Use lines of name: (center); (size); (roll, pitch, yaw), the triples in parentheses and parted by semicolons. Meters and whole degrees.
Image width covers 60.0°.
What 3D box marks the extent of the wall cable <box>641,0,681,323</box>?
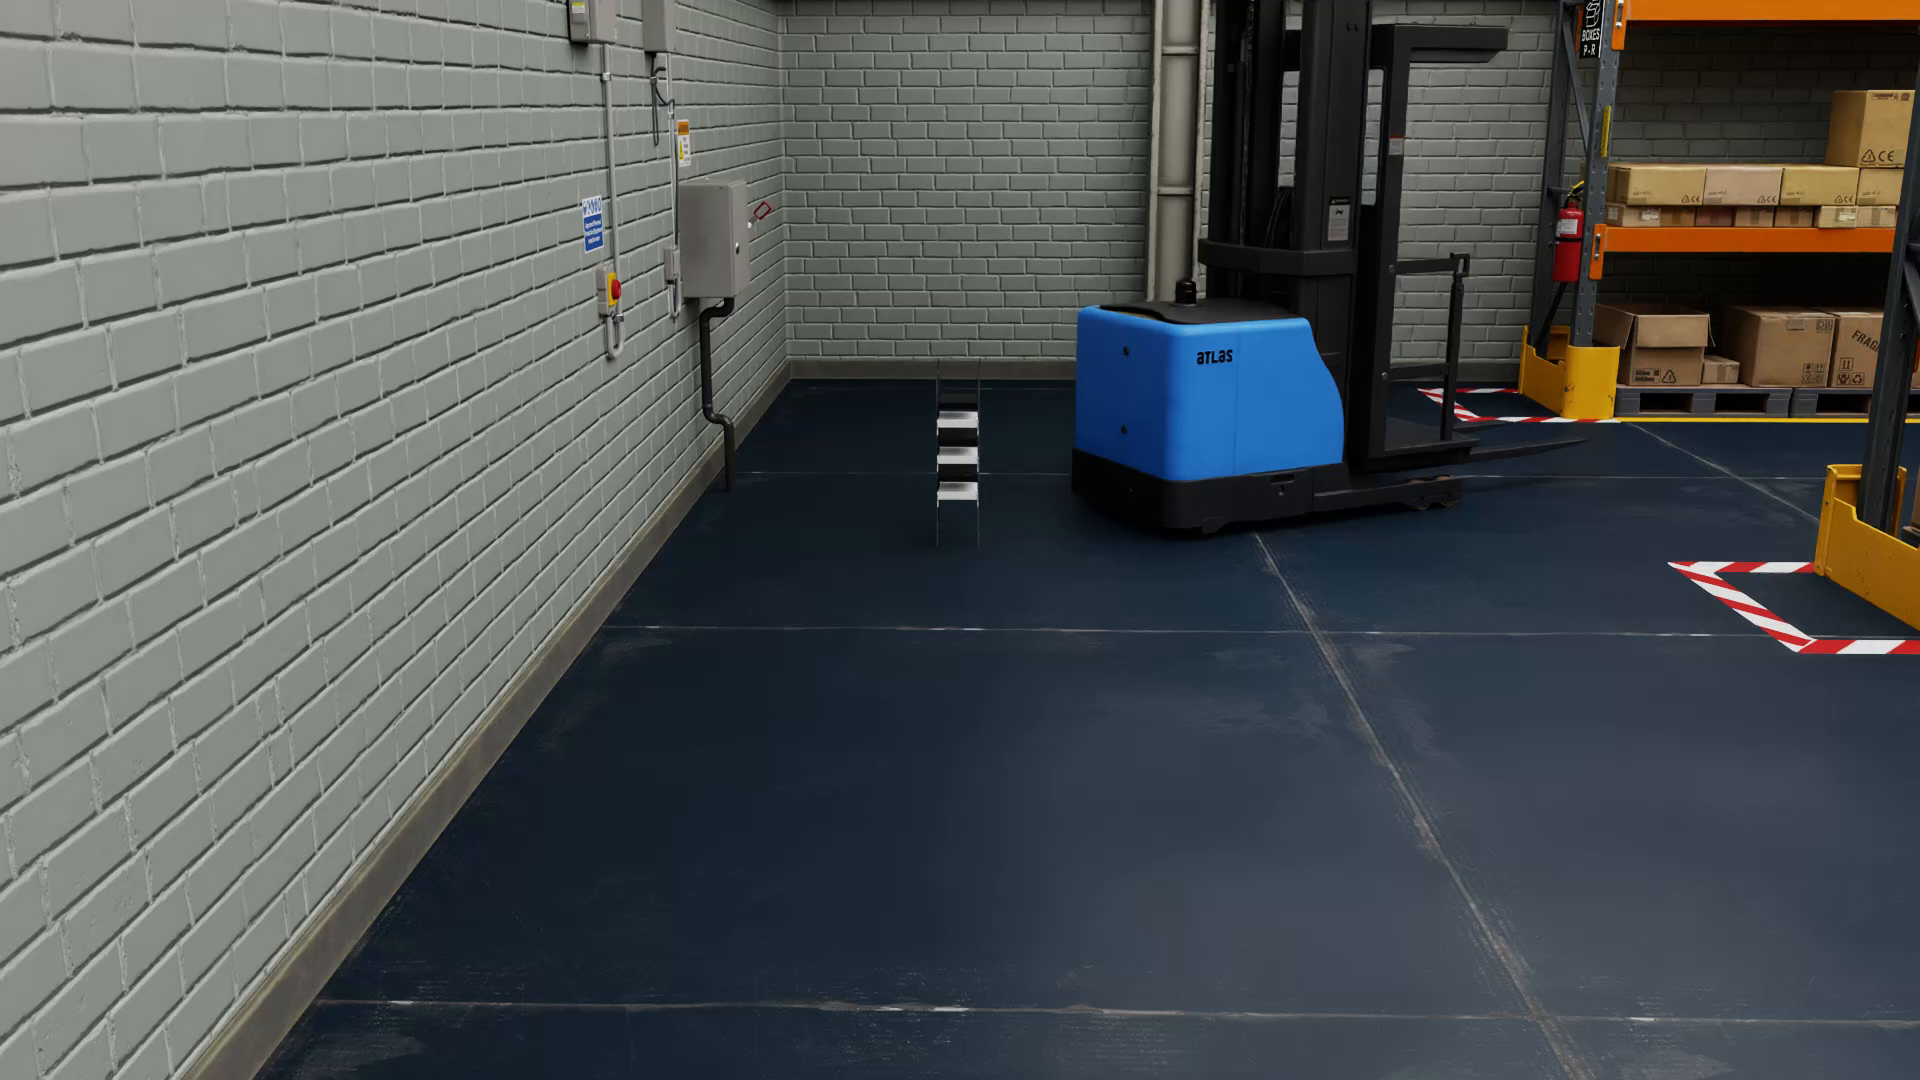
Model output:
wall cable: (-1.438, -2.049, 8.236); (0.122, 1.984, 0.588); (0, 15, 1)

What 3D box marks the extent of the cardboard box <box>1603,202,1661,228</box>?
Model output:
cardboard box: (4.619, -2.238, 11.434); (0.250, 0.149, 0.380); (0, 15, 1)

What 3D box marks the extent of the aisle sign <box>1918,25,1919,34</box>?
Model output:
aisle sign: (4.111, -2.502, 6.848); (0.004, 0.787, 0.394); (0, 15, 1)

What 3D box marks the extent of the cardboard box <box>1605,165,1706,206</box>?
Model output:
cardboard box: (4.744, -2.431, 11.385); (0.500, 0.250, 0.500); (0, 15, 2)

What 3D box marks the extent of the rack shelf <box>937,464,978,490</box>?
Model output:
rack shelf: (-0.008, -0.316, 8.257); (0.200, 0.077, 0.258); (0, 15, 1)

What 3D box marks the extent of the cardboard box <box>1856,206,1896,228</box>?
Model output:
cardboard box: (6.170, -2.220, 11.368); (0.250, 0.149, 0.380); (1, 15, 3)

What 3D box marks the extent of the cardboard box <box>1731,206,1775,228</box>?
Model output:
cardboard box: (5.389, -2.238, 11.435); (0.250, 0.149, 0.380); (1, 15, 3)

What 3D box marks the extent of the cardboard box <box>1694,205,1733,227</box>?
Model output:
cardboard box: (5.138, -2.255, 11.500); (0.250, 0.149, 0.380); (0, 15, 1)

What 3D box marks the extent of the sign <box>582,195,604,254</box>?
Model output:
sign: (-1.525, -1.315, 6.915); (0.001, 0.218, 0.327); (0, 15, 1)

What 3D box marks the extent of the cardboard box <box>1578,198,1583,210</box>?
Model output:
cardboard box: (4.636, -2.376, 11.959); (0.250, 0.149, 0.380); (0, 15, 1)

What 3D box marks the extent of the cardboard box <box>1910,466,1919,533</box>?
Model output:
cardboard box: (4.837, -0.151, 7.231); (0.875, 0.438, 0.875); (0, 15, 0)

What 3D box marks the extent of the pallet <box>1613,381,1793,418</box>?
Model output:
pallet: (5.171, -1.077, 12.011); (1.213, 0.211, 1.003); (0, 15, 1)

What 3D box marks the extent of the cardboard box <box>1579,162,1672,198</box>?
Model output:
cardboard box: (4.764, -2.567, 11.902); (0.500, 0.250, 0.500); (1, 15, 3)

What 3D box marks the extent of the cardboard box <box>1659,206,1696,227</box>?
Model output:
cardboard box: (4.875, -2.248, 11.473); (0.250, 0.149, 0.380); (1, 15, 3)

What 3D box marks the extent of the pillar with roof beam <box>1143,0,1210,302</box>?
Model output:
pillar with roof beam: (1.515, -4.482, 7.687); (0.400, 9.000, 9.100); (0, 15, 1)

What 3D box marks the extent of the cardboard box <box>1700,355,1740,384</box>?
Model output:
cardboard box: (5.330, -1.215, 11.831); (0.250, 0.149, 0.380); (0, 15, -1)

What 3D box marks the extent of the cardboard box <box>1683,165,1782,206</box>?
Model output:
cardboard box: (5.248, -2.428, 11.373); (0.500, 0.250, 0.500); (1, 15, 2)

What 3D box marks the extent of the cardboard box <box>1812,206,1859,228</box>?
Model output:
cardboard box: (5.906, -2.217, 11.355); (0.250, 0.149, 0.380); (0, 15, 0)

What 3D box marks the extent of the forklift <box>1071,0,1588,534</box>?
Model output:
forklift: (2.160, -1.687, 8.990); (3.031, 2.935, 1.130); (-7, 16, -26)

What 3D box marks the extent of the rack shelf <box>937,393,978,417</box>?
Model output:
rack shelf: (-0.008, -0.664, 8.165); (0.200, 0.077, 0.258); (0, 15, 1)

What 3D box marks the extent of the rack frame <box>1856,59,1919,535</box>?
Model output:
rack frame: (4.175, -1.166, 6.878); (0.127, 3.000, 1.000); (0, 15, 1)

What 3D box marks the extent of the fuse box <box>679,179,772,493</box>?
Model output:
fuse box: (-1.263, -1.108, 9.186); (0.414, 1.711, 0.539); (0, 15, 1)

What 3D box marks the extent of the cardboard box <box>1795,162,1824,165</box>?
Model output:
cardboard box: (6.297, -2.556, 11.858); (0.500, 0.250, 0.500); (0, 15, 1)

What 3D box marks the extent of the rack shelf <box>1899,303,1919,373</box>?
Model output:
rack shelf: (6.174, -0.805, 6.920); (4.000, 0.370, 1.077); (0, 15, 1)

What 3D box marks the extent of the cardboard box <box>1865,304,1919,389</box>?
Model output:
cardboard box: (6.798, -1.375, 11.750); (0.500, 0.500, 0.700); (0, 15, -1)

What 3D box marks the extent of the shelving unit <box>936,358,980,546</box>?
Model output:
shelving unit: (-0.008, -0.435, 8.225); (0.210, 0.900, 0.258); (0, 15, 1)

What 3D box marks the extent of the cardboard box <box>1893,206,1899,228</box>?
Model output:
cardboard box: (6.429, -2.236, 11.428); (0.250, 0.149, 0.380); (0, 15, 1)

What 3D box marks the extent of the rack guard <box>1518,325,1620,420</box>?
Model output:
rack guard: (4.374, -1.222, 11.993); (0.348, 0.500, 1.175); (0, 15, 1)

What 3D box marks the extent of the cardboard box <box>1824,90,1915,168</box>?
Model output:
cardboard box: (6.244, -2.784, 11.253); (0.500, 0.500, 0.500); (1, 15, 3)

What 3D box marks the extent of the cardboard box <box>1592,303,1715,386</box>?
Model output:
cardboard box: (4.907, -1.399, 11.834); (0.637, 0.503, 0.797); (0, 15, -1)

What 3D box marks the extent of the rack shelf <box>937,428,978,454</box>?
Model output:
rack shelf: (-0.008, -0.490, 8.211); (0.200, 0.077, 0.258); (0, 15, 1)

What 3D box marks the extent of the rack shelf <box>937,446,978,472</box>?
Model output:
rack shelf: (-0.008, -0.403, 8.234); (0.200, 0.077, 0.258); (0, 15, 1)

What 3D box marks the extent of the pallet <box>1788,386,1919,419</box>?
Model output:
pallet: (6.387, -1.069, 11.978); (1.213, 0.211, 1.003); (0, 15, 1)

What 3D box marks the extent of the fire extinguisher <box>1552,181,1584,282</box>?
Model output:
fire extinguisher: (4.139, -2.097, 11.290); (0.183, 0.674, 0.296); (0, 15, 1)

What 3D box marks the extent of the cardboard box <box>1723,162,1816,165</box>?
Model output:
cardboard box: (5.775, -2.559, 11.871); (0.500, 0.250, 0.500); (1, 15, 3)

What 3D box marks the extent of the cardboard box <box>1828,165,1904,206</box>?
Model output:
cardboard box: (6.267, -2.427, 11.372); (0.500, 0.250, 0.500); (0, 15, 0)

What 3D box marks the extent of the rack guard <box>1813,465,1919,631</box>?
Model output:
rack guard: (4.151, 0.043, 7.197); (0.348, 0.500, 1.175); (0, 15, 1)

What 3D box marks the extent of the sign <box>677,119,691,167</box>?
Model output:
sign: (-1.472, -2.118, 8.868); (0.001, 0.242, 0.339); (0, 15, 1)

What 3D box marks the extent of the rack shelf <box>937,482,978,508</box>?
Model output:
rack shelf: (-0.008, -0.229, 8.280); (0.200, 0.077, 0.258); (0, 15, 1)

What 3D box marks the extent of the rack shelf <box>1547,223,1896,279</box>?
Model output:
rack shelf: (6.297, -2.071, 11.718); (4.000, 0.370, 1.077); (0, 15, 1)

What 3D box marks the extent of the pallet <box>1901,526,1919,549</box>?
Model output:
pallet: (4.976, 0.168, 7.289); (1.213, 0.211, 1.003); (0, 15, 1)

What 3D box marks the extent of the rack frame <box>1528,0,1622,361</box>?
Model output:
rack frame: (4.298, -2.431, 11.676); (0.127, 3.000, 1.000); (0, 15, 1)

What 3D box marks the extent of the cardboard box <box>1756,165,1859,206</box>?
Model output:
cardboard box: (5.755, -2.425, 11.364); (0.500, 0.250, 0.500); (0, 15, 0)

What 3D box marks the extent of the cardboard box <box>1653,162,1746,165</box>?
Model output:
cardboard box: (5.280, -2.564, 11.888); (0.500, 0.250, 0.500); (0, 15, 2)

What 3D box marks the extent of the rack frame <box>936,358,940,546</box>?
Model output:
rack frame: (-0.110, -0.436, 8.228); (0.006, 0.900, 0.240); (0, 15, 1)

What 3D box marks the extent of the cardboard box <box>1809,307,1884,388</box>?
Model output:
cardboard box: (6.286, -1.353, 11.666); (0.500, 0.500, 0.500); (1, 15, 2)

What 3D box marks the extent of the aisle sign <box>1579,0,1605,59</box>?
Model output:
aisle sign: (4.222, -3.614, 11.062); (0.004, 0.787, 0.394); (0, 15, 1)

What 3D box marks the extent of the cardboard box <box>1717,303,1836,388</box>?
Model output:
cardboard box: (5.760, -1.382, 11.776); (0.500, 0.500, 0.700); (1, 15, 4)

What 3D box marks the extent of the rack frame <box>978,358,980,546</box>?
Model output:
rack frame: (0.094, -0.435, 8.223); (0.006, 0.900, 0.240); (0, 15, 1)

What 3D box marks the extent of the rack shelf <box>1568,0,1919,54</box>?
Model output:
rack shelf: (6.297, -3.521, 11.335); (4.000, 0.370, 1.077); (0, 15, 1)

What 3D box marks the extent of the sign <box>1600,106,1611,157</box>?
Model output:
sign: (4.284, -2.712, 11.041); (0.005, 0.325, 0.100); (0, 15, 1)

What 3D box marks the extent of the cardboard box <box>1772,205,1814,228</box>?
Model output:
cardboard box: (5.655, -2.238, 11.433); (0.250, 0.149, 0.380); (1, 15, 2)

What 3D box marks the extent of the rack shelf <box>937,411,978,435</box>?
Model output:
rack shelf: (-0.008, -0.577, 8.188); (0.200, 0.077, 0.258); (0, 15, 1)

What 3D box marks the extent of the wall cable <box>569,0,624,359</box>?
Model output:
wall cable: (-1.463, -1.703, 6.861); (0.123, 1.953, 0.585); (0, 15, 1)
